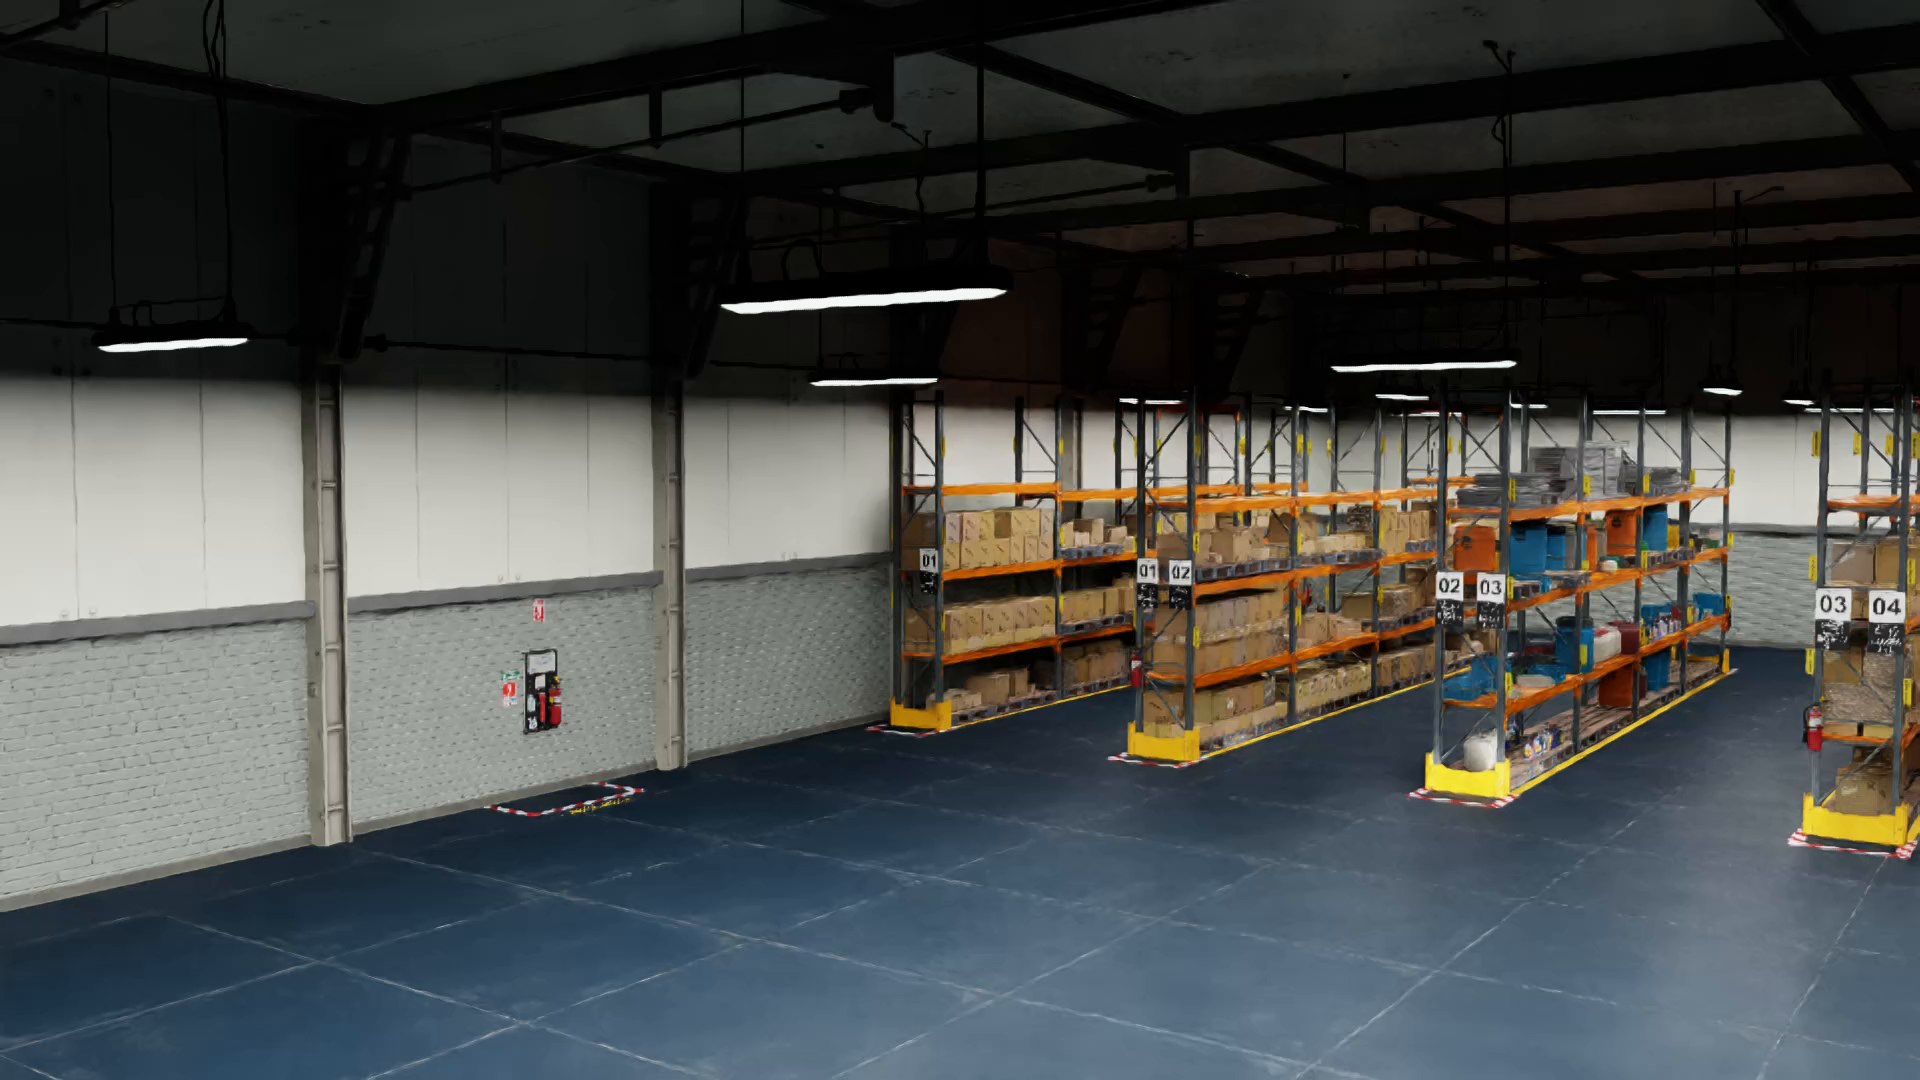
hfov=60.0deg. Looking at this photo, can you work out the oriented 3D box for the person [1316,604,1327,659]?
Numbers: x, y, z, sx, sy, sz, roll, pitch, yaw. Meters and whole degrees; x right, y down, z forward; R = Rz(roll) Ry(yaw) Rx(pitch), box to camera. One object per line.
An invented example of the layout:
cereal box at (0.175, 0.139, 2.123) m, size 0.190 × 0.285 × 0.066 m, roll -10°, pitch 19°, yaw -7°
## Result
person at (7.798, 2.169, 35.967) m, size 0.528 × 1.591 × 0.521 m, roll -1°, pitch 4°, yaw -25°
